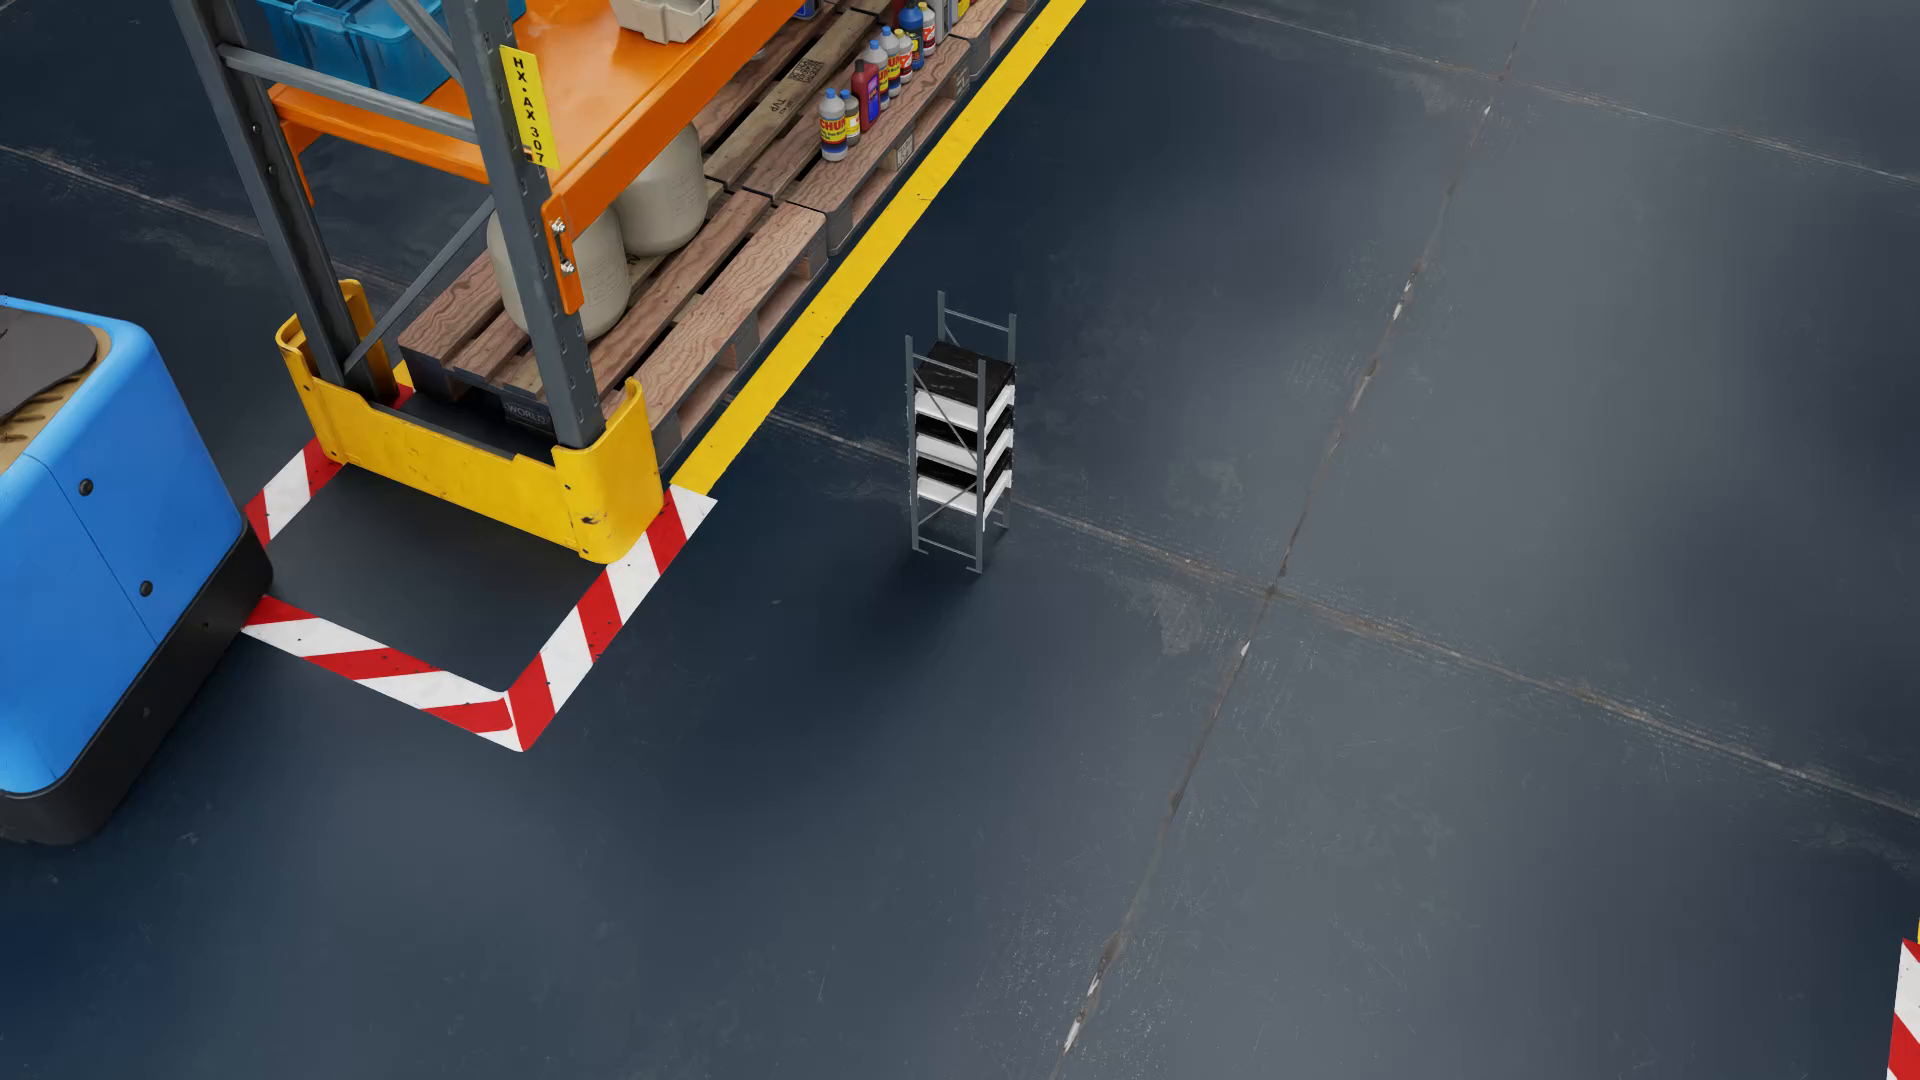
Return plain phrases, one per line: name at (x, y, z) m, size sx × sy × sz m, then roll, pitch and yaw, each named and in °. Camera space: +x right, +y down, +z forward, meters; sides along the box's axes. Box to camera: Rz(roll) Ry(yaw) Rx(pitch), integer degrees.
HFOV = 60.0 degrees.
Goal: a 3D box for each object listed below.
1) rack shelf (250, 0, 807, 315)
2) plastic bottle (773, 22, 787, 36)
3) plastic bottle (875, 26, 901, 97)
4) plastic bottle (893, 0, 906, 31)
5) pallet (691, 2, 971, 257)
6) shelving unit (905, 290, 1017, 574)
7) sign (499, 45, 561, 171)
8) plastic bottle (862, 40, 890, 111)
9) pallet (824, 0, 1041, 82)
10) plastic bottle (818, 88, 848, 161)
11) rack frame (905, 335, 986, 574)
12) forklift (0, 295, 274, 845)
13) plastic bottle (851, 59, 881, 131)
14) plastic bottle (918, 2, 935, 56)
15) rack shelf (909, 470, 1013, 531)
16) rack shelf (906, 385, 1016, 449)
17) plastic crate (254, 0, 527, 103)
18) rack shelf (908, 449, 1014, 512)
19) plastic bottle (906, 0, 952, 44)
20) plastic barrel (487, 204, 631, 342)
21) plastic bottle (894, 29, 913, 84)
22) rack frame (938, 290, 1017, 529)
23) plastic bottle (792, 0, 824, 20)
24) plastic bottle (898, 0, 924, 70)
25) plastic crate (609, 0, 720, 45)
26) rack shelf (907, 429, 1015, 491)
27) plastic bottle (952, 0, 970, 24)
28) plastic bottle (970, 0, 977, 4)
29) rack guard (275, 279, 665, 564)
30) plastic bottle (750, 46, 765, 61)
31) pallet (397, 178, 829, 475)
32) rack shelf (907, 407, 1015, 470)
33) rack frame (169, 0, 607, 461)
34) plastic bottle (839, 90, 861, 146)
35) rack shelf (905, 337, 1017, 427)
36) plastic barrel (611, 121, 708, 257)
rack shelf at (-0.667, -2.266, 5.681) m, size 1.077 × 0.370 × 4.000 m, roll 20°, pitch 52°, yaw 16°
plastic bottle at (-0.747, -2.131, 6.642) m, size 0.097 × 0.201 × 0.097 m, roll 0°, pitch 50°, yaw 0°
plastic bottle at (-0.276, -1.832, 6.342) m, size 0.097 × 0.271 × 0.097 m, roll 0°, pitch 50°, yaw 0°
plastic bottle at (-0.217, -2.170, 6.622) m, size 0.061 × 0.283 × 0.133 m, roll 20°, pitch 52°, yaw 16°
pallet at (-0.657, -1.680, 6.541) m, size 1.003 × 0.211 × 1.213 m, roll 20°, pitch 52°, yaw 16°
shelving unit at (0.003, -0.297, 4.912) m, size 0.258 × 0.900 × 0.210 m, roll 20°, pitch 52°, yaw 16°
sign at (-1.026, -1.029, 3.975) m, size 0.100 × 0.325 × 0.005 m, roll 20°, pitch 52°, yaw 16°
plastic bottle at (-0.319, -1.763, 6.283) m, size 0.097 × 0.271 × 0.097 m, roll 0°, pitch 50°, yaw 0°
pallet at (-0.138, -2.523, 7.259) m, size 1.003 × 0.211 × 1.213 m, roll 20°, pitch 52°, yaw 16°
plastic bottle at (-0.465, -1.527, 6.082) m, size 0.097 × 0.271 × 0.097 m, roll 0°, pitch 50°, yaw 0°
rack frame at (-0.040, -0.227, 4.852) m, size 0.240 × 0.900 × 0.006 m, roll 20°, pitch 52°, yaw 16°
forklift at (-3.662, -0.756, 3.969) m, size 3.031 × 2.935 × 1.130 m, roll 12°, pitch 51°, yaw 10°
plastic bottle at (-0.352, -1.681, 6.205) m, size 0.061 × 0.283 × 0.133 m, roll 21°, pitch 53°, yaw 17°
plastic bottle at (-0.146, -2.019, 6.547) m, size 0.097 × 0.201 × 0.097 m, roll 0°, pitch 50°, yaw 0°
rack shelf at (0.003, -0.159, 5.075) m, size 0.258 × 0.077 × 0.200 m, roll 20°, pitch 52°, yaw 16°
rack shelf at (0.003, -0.392, 4.800) m, size 0.258 × 0.077 × 0.200 m, roll 20°, pitch 52°, yaw 16°
plastic crate at (-1.578, -1.515, 4.668) m, size 0.499 × 0.251 × 0.616 m, roll 20°, pitch 52°, yaw 16°
rack shelf at (0.003, -0.217, 5.006) m, size 0.258 × 0.077 × 0.200 m, roll 20°, pitch 52°, yaw 16°
plastic bottle at (-0.120, -2.133, 6.595) m, size 0.152 × 0.276 × 0.135 m, roll 21°, pitch 53°, yaw 17°
plastic barrel at (-1.310, -0.929, 5.429) m, size 0.421 × 0.512 × 0.421 m, roll 0°, pitch 50°, yaw 0°
plastic bottle at (-0.234, -1.877, 6.427) m, size 0.097 × 0.201 × 0.097 m, roll 0°, pitch 50°, yaw 0°
rack frame at (0.047, -0.367, 4.972) m, size 0.240 × 0.900 × 0.006 m, roll 20°, pitch 52°, yaw 16°
plastic bottle at (-0.651, -2.261, 6.704) m, size 0.152 × 0.276 × 0.135 m, roll 20°, pitch 52°, yaw 16°
plastic bottle at (-0.190, -1.971, 6.461) m, size 0.097 × 0.271 × 0.097 m, roll 0°, pitch 50°, yaw 0°
plastic crate at (-0.849, -1.548, 4.770) m, size 0.298 × 0.136 × 0.250 m, roll 20°, pitch 52°, yaw 16°
rack shelf at (0.003, -0.276, 4.937) m, size 0.258 × 0.077 × 0.200 m, roll 20°, pitch 52°, yaw 16°
plastic bottle at (-0.047, -2.268, 6.661) m, size 0.144 × 0.351 × 0.185 m, roll 19°, pitch 52°, yaw 16°
plastic bottle at (0.059, -2.343, 6.769) m, size 0.061 × 0.283 × 0.133 m, roll 23°, pitch 53°, yaw 18°
rack guard at (-1.532, -0.379, 5.244) m, size 1.175 × 0.500 × 0.348 m, roll 20°, pitch 52°, yaw 16°
plastic bottle at (-0.821, -1.997, 6.528) m, size 0.097 × 0.201 × 0.097 m, roll 0°, pitch 50°, yaw 0°
pallet at (-1.180, -0.843, 5.829) m, size 1.003 × 0.211 × 1.213 m, roll 20°, pitch 52°, yaw 16°
rack shelf at (0.003, -0.334, 4.869) m, size 0.258 × 0.077 × 0.200 m, roll 20°, pitch 52°, yaw 16°
rack frame at (-1.522, -1.122, 4.235) m, size 1.000 × 3.000 × 0.127 m, roll 20°, pitch 52°, yaw 16°
plastic bottle at (-0.421, -1.576, 6.170) m, size 0.097 × 0.201 × 0.097 m, roll 0°, pitch 50°, yaw 0°
rack shelf at (0.003, -0.451, 4.732) m, size 0.258 × 0.077 × 0.200 m, roll 20°, pitch 52°, yaw 16°
plastic barrel at (-1.096, -1.275, 5.723) m, size 0.421 × 0.512 × 0.421 m, roll 0°, pitch 50°, yaw 0°
